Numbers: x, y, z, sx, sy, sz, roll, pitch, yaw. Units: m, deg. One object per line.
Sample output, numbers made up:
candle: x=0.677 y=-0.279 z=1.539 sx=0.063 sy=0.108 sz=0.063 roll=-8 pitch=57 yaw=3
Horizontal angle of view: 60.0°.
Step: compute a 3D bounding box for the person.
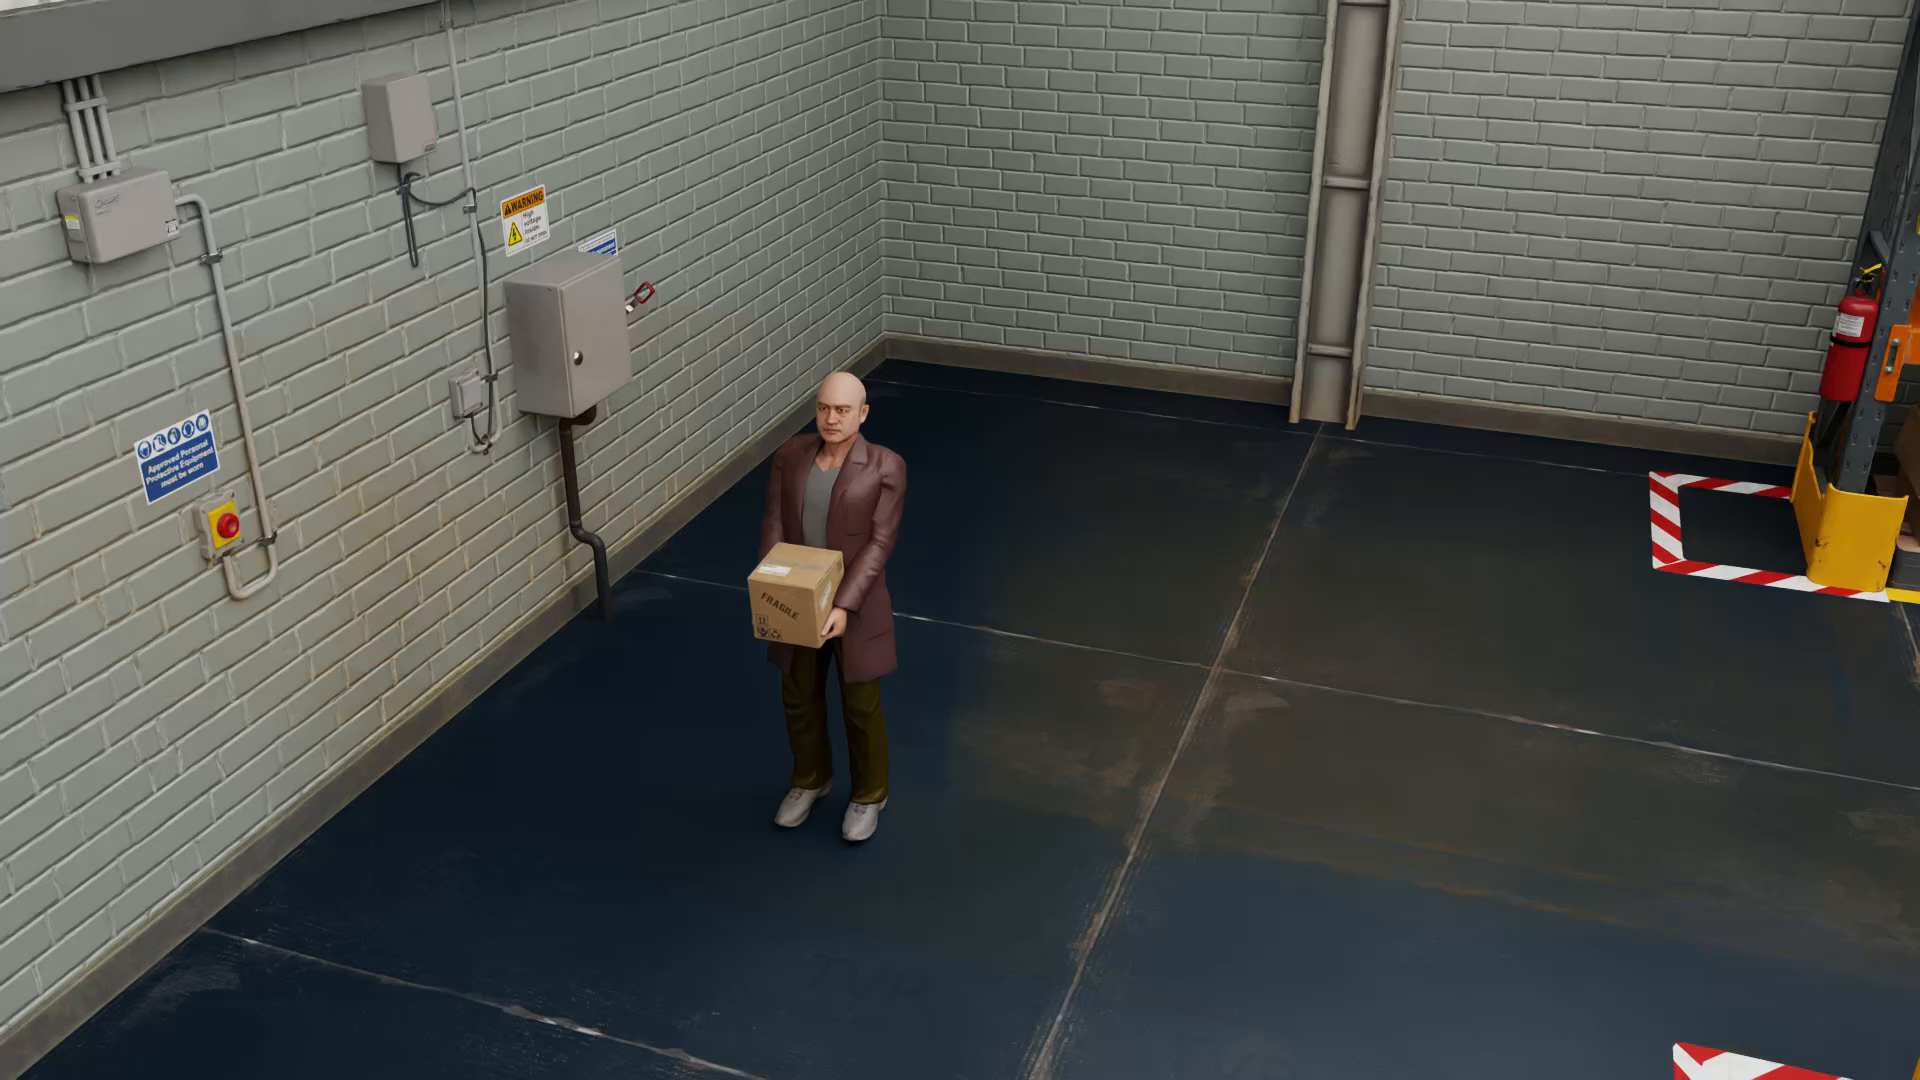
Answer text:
person: x=-0.494 y=0.375 z=6.071 sx=0.530 sy=1.572 sz=0.562 roll=9 pitch=27 yaw=18
